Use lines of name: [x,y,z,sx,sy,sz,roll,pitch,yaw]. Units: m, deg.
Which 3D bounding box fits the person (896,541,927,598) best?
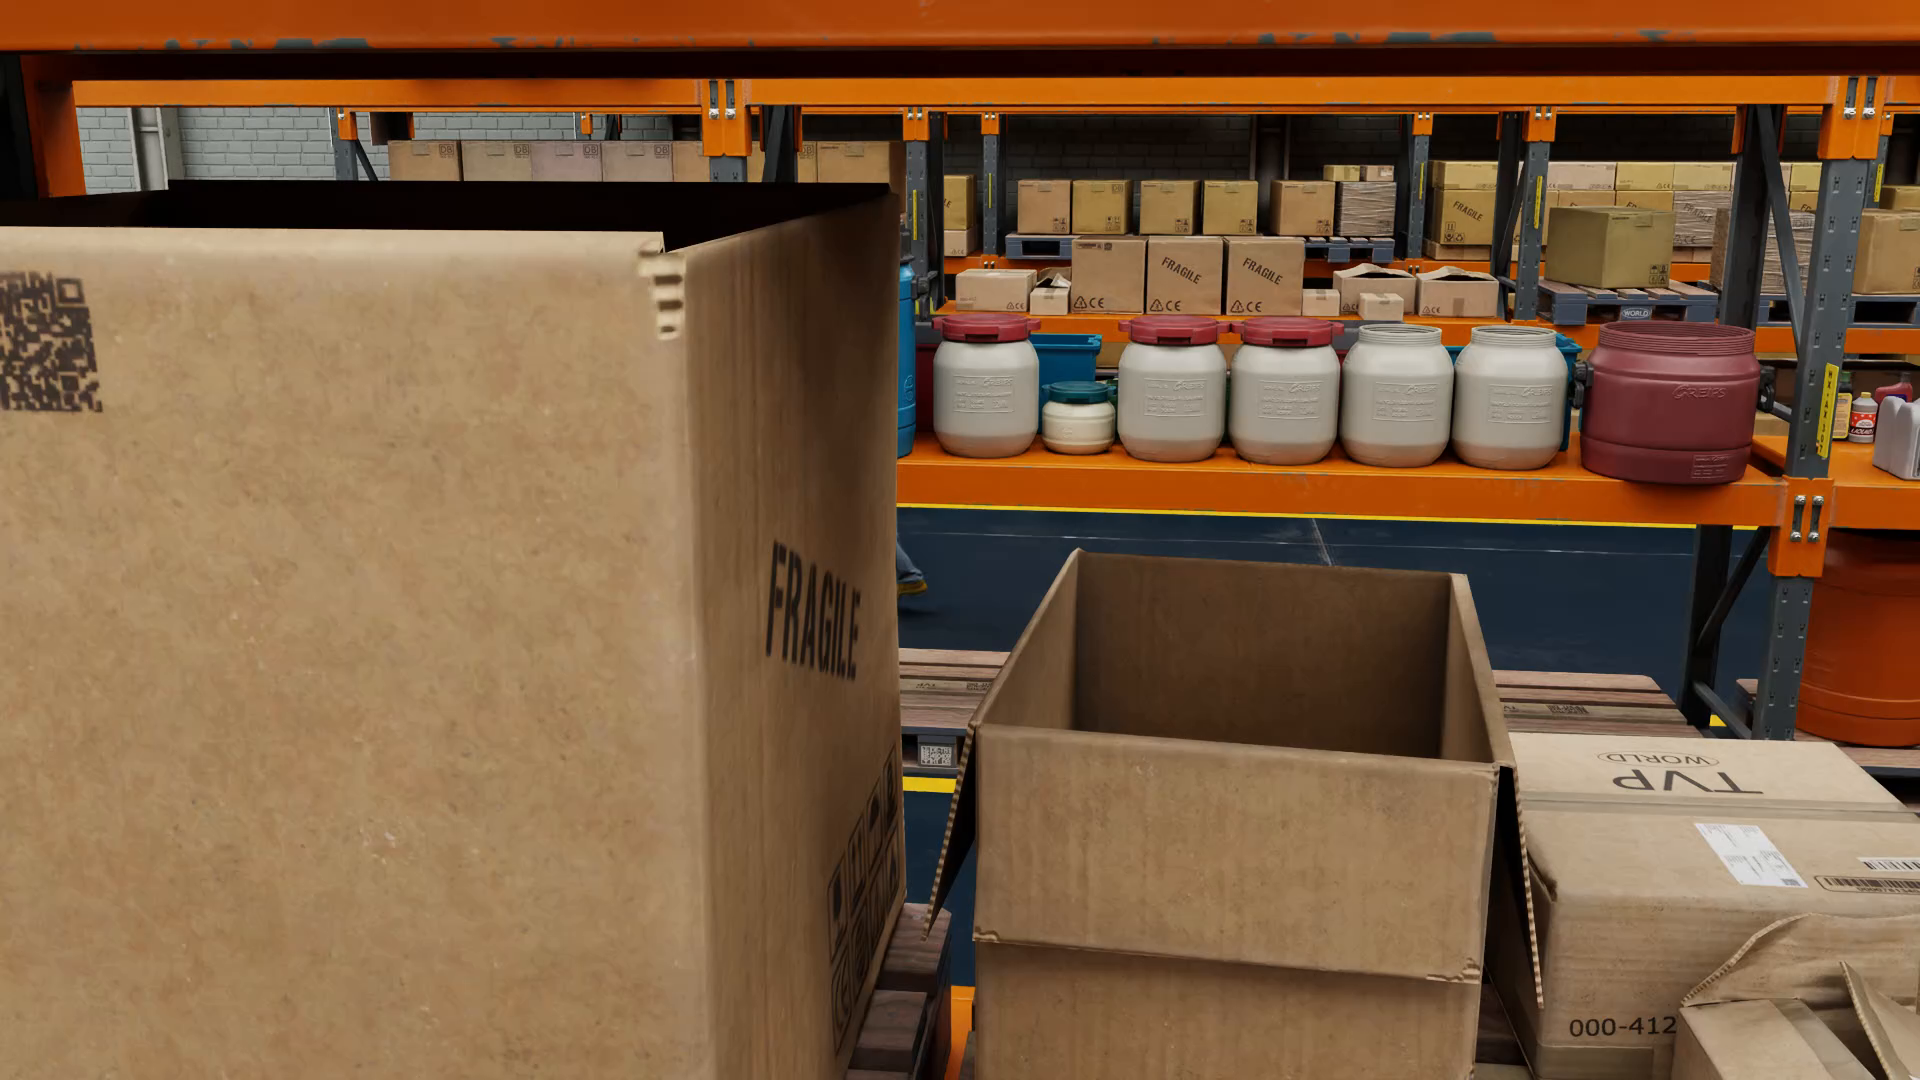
person: [-0.761,-0.443,8.800,1.150,1.691,0.627,4,15,14]
